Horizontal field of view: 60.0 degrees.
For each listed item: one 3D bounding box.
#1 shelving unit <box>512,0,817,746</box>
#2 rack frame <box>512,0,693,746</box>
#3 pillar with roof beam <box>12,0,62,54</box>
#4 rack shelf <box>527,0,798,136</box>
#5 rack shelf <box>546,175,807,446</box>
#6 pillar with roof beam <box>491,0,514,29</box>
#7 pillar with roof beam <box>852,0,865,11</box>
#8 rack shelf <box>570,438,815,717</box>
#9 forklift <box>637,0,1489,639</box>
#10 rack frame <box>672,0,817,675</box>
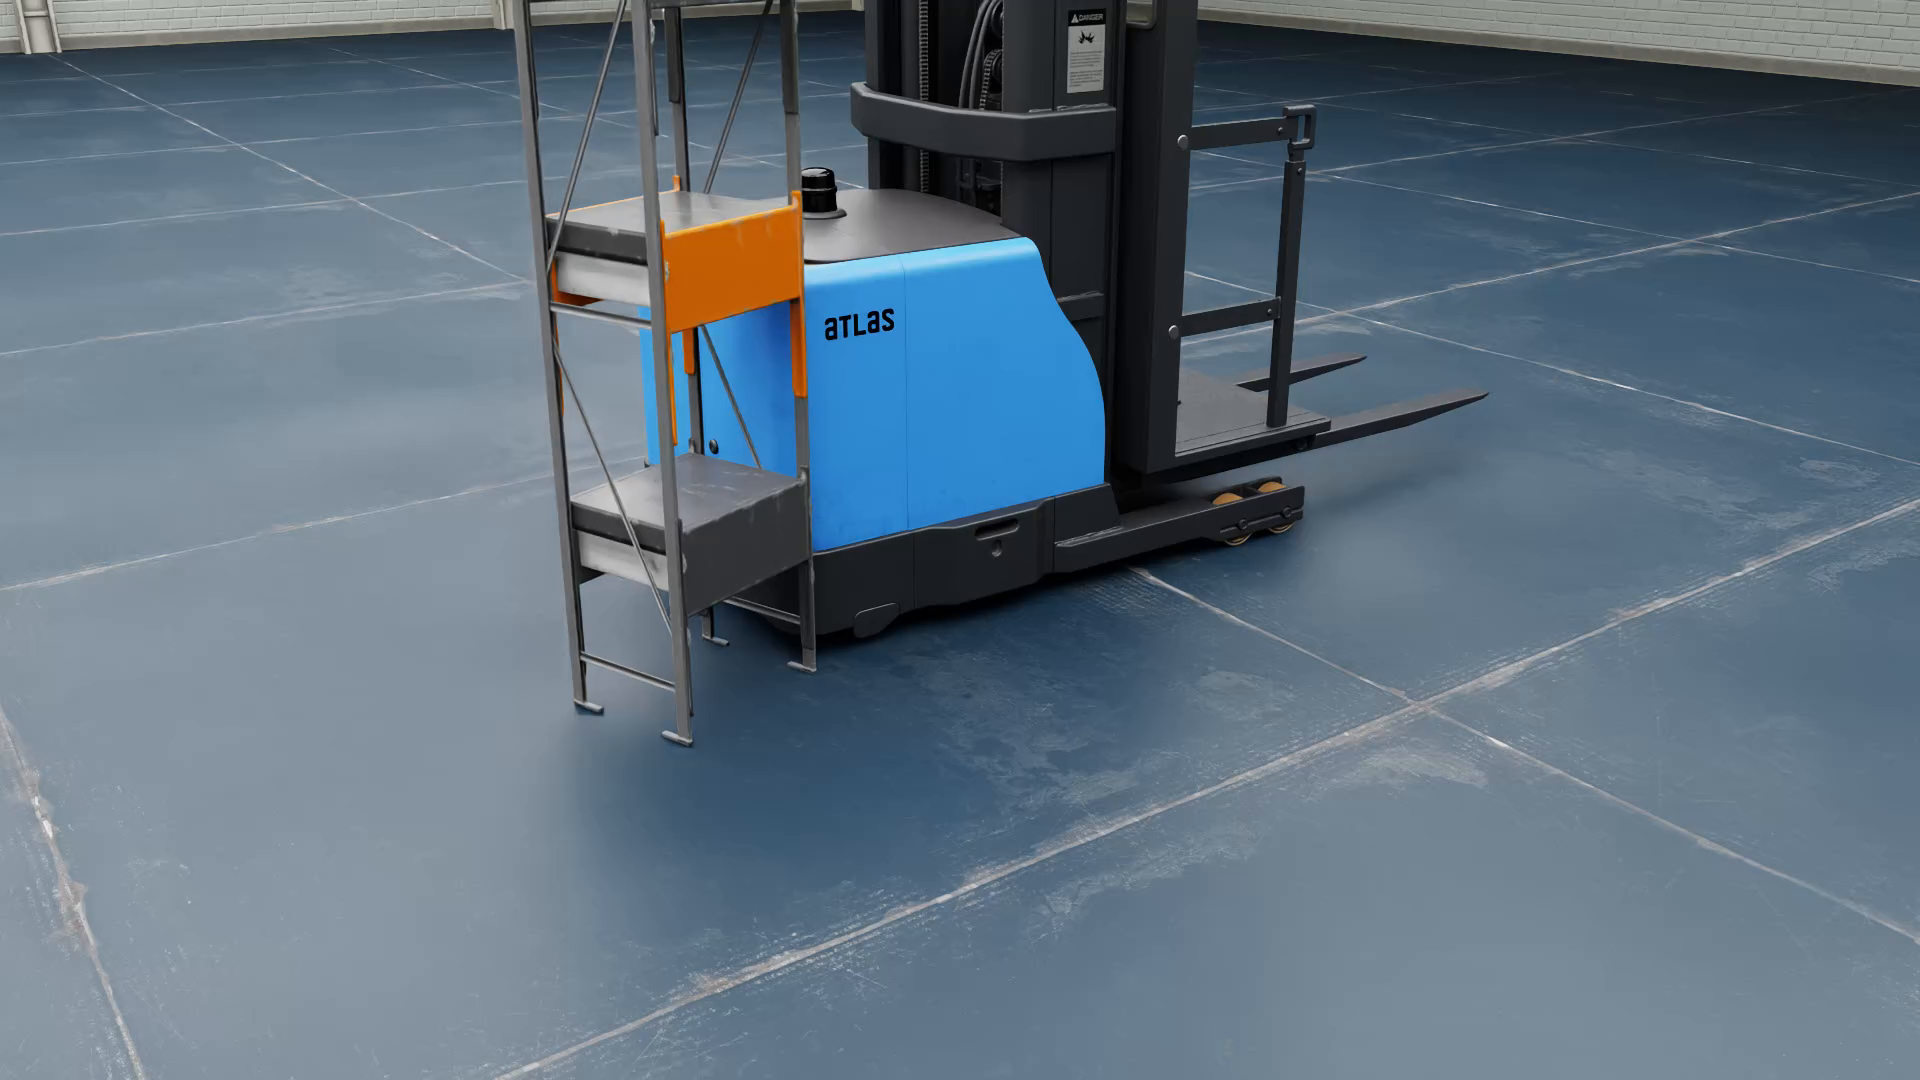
[{"bbox_3d":[-0.690,-0.585,4.024,0.431,2.100,0.503,14,25,32],"label":"shelving unit"},{"bbox_3d":[-0.827,-0.512,3.836,0.400,2.100,0.015,14,25,32],"label":"rack frame"},{"bbox_3d":[-8.743,-8.869,15.481,0.400,9.000,9.100,-15,26,-33],"label":"pillar with roof beam"},{"bbox_3d":[-0.687,-1.224,3.774,0.431,0.518,0.480,14,25,32],"label":"rack shelf"},{"bbox_3d":[-0.690,-0.572,4.029,0.431,0.518,0.480,14,25,32],"label":"rack shelf"},{"bbox_3d":[-3.872,-10.168,18.735,0.400,9.000,9.100,-15,26,-33],"label":"pillar with roof beam"},{"bbox_3d":[0.998,-11.466,21.990,0.400,9.000,9.100,-15,26,-33],"label":"pillar with roof beam"},{"bbox_3d":[-0.693,0.080,4.284,0.431,0.518,0.480,14,25,32],"label":"rack shelf"},{"bbox_3d":[0.522,-1.491,5.178,3.031,2.935,1.130,-14,26,-31],"label":"forklift"},{"bbox_3d":[-0.553,-0.658,4.212,0.400,2.100,0.015,14,25,32],"label":"rack frame"}]
